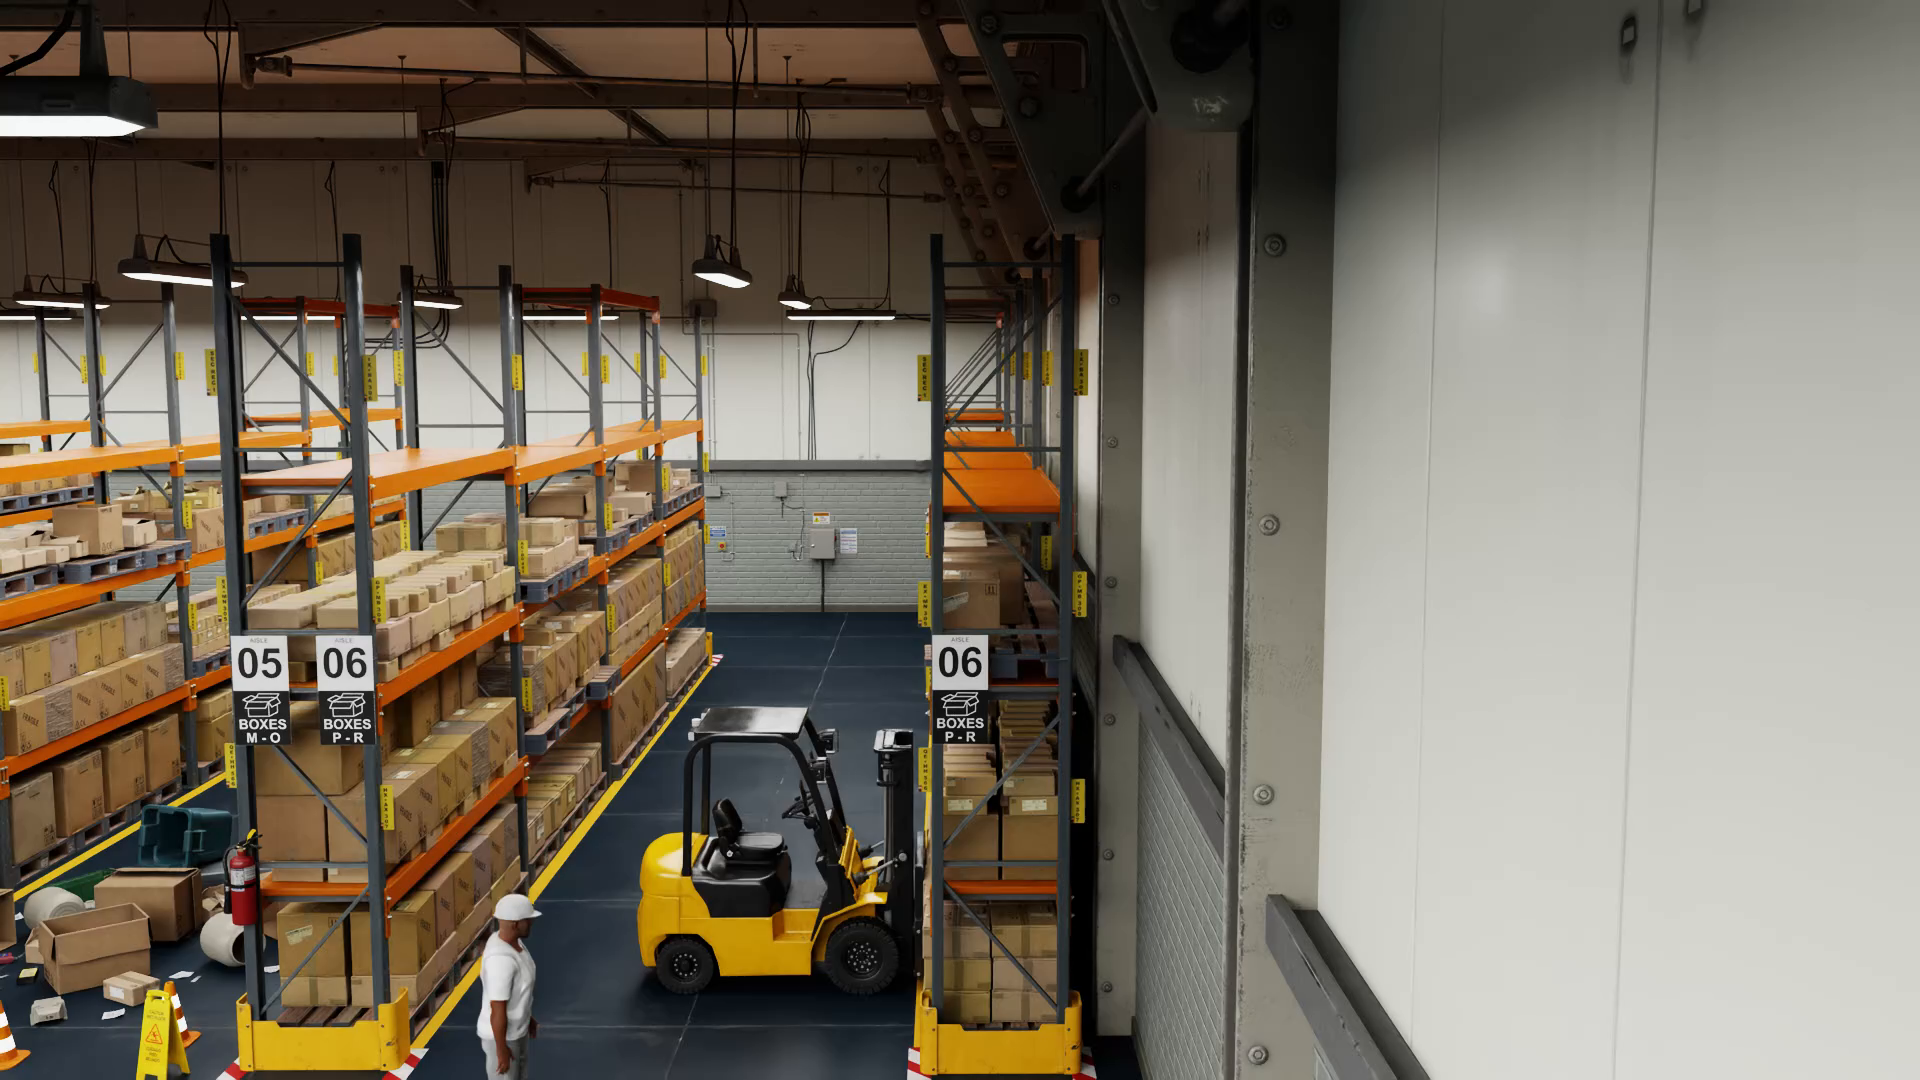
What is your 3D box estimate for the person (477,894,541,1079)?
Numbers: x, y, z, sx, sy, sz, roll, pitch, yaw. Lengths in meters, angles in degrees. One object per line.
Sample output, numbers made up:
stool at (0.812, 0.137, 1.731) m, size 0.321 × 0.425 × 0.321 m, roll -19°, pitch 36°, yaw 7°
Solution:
person at (-2.847, 3.122, 10.564) m, size 0.423 × 1.781 × 0.592 m, roll -1°, pitch 6°, yaw -6°
